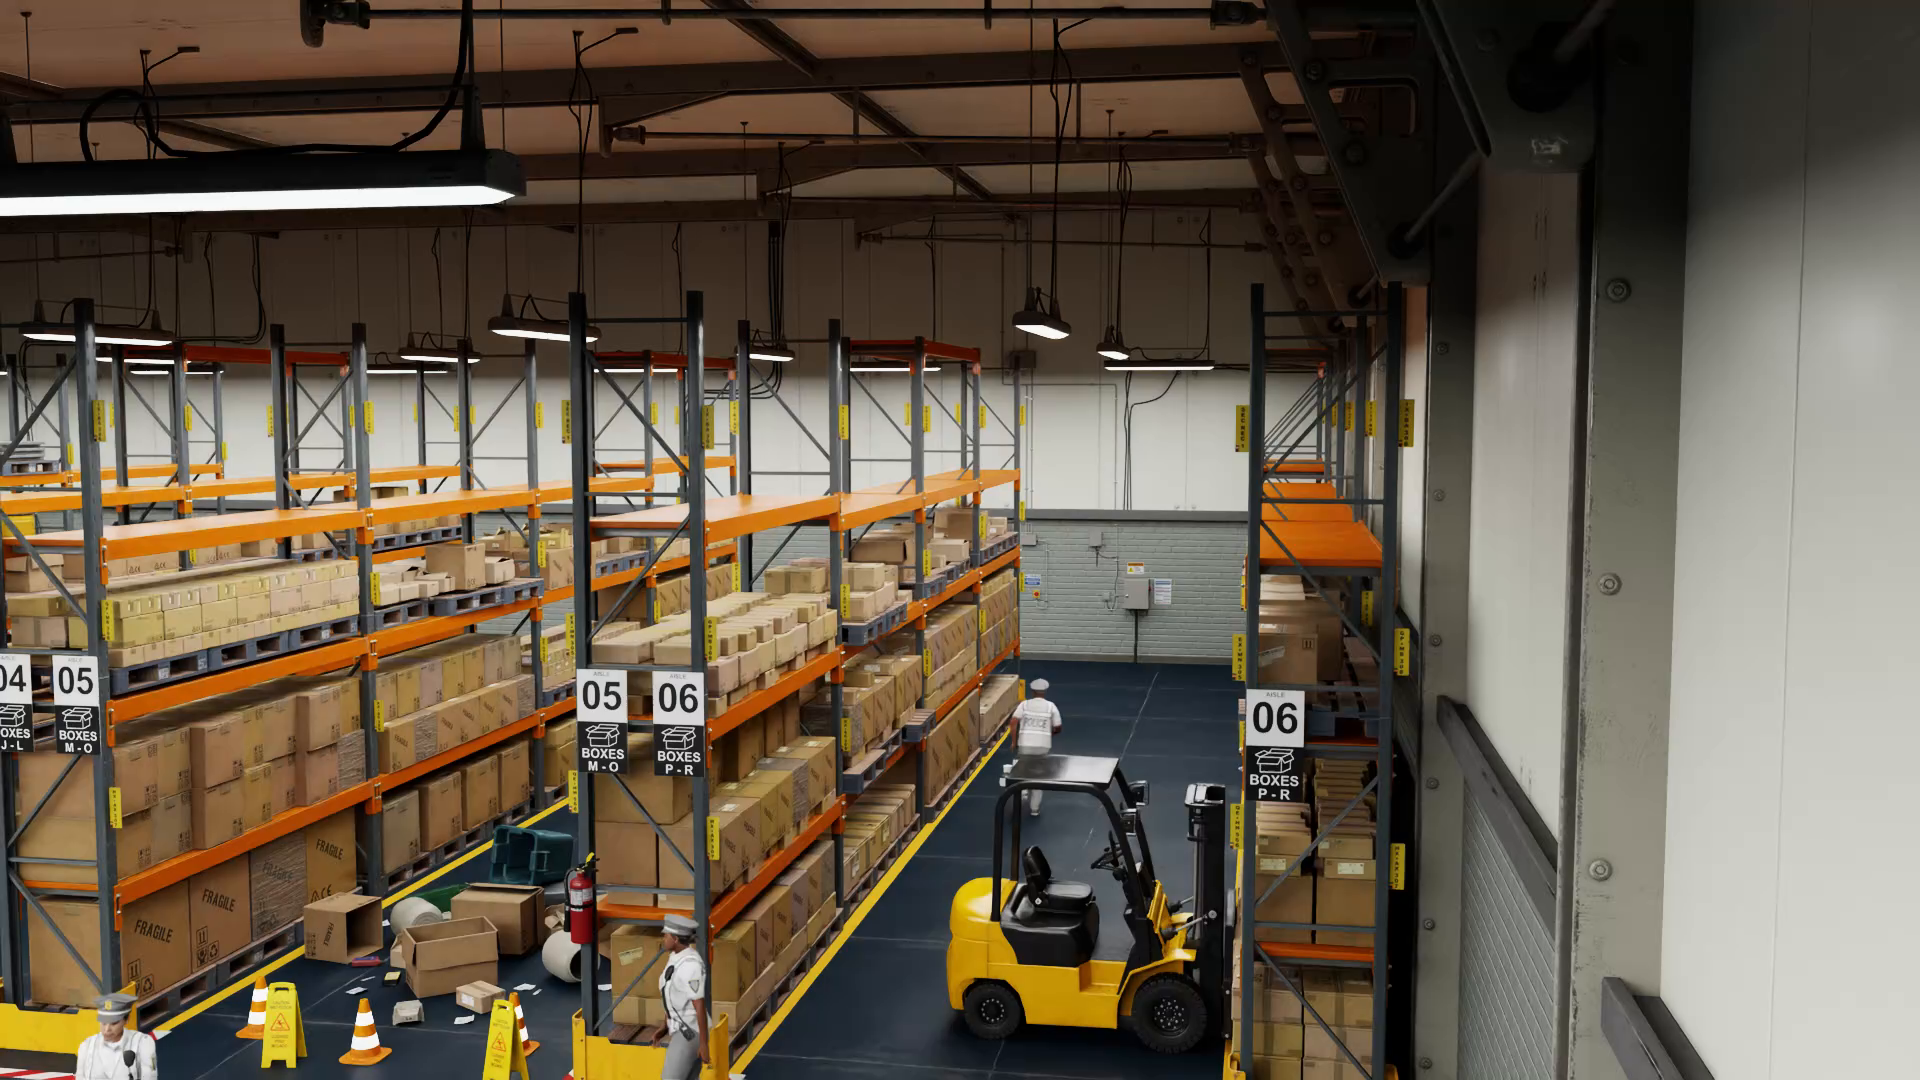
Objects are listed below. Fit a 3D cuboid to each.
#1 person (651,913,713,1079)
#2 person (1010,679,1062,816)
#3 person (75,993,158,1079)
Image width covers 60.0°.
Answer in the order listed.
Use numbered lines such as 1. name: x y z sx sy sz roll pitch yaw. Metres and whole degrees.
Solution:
1. person: -1.962 3.423 11.428 0.617 1.681 0.555 -1 5 -12
2. person: 0.967 2.628 21.243 0.646 1.671 0.790 1 5 13
3. person: -5.076 3.525 9.998 0.506 1.628 0.904 -2 5 -19
